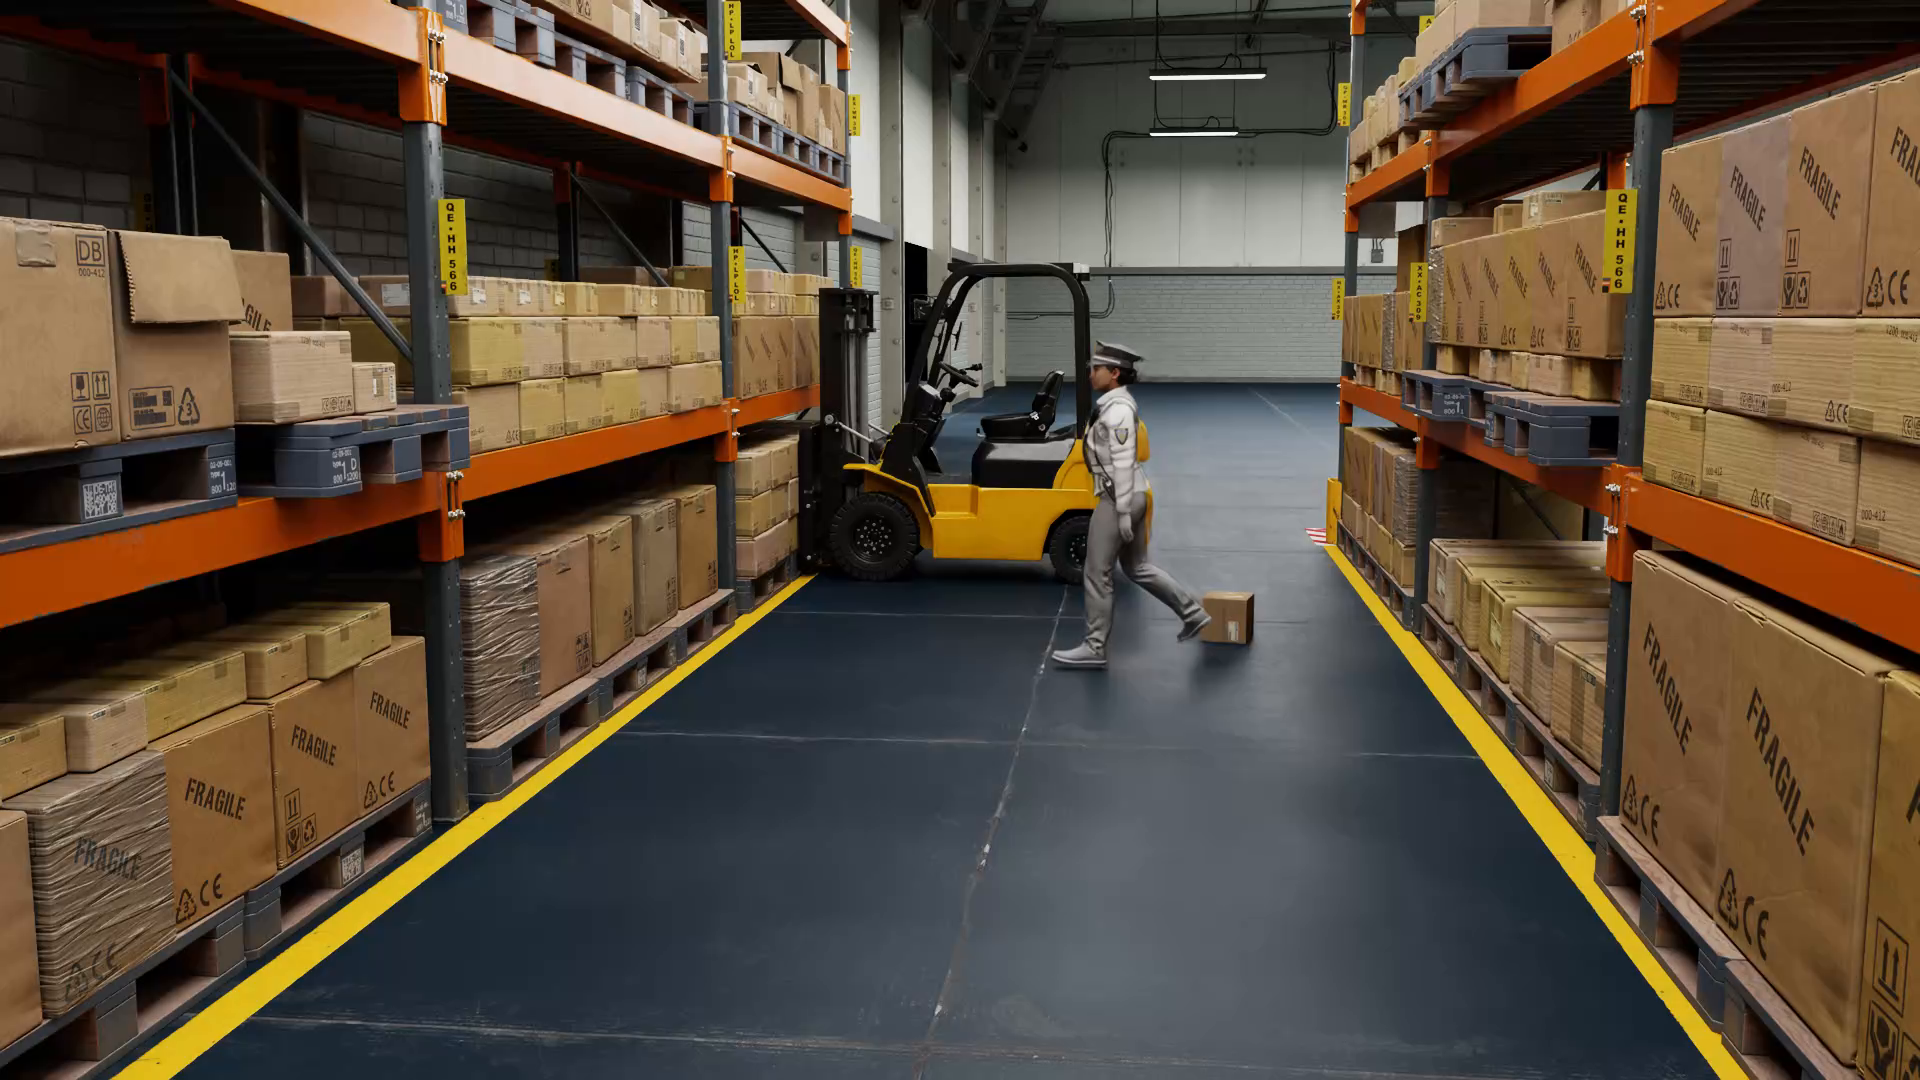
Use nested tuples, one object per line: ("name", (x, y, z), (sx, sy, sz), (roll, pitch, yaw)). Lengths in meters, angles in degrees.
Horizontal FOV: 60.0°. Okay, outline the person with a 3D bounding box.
("person", (0.898, -0.194, 8.556), (0.821, 1.663, 0.532), (1, 8, 10))
